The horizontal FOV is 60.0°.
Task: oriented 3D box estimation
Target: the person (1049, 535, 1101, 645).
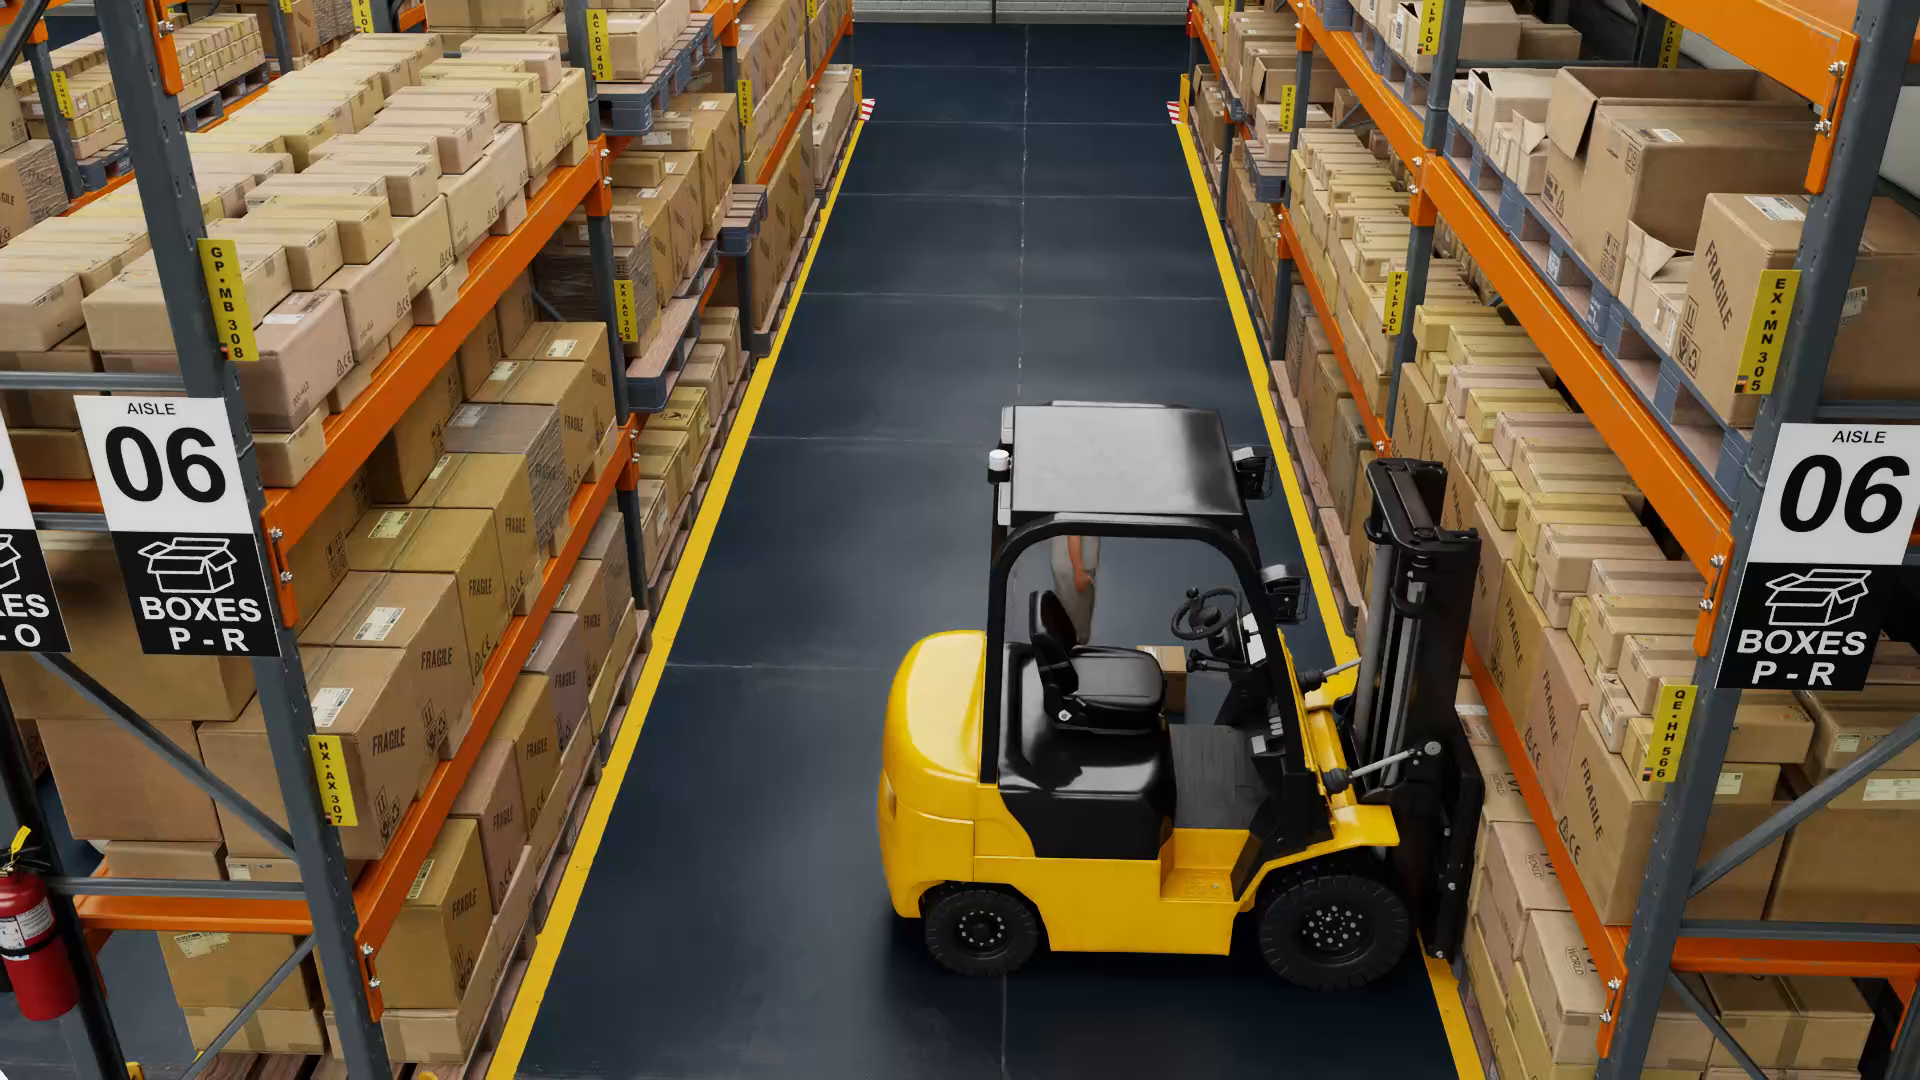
[{"bbox_3d":[0.572,0.102,8.462,0.355,1.690,0.438,1,28,3],"label":"person"}]
